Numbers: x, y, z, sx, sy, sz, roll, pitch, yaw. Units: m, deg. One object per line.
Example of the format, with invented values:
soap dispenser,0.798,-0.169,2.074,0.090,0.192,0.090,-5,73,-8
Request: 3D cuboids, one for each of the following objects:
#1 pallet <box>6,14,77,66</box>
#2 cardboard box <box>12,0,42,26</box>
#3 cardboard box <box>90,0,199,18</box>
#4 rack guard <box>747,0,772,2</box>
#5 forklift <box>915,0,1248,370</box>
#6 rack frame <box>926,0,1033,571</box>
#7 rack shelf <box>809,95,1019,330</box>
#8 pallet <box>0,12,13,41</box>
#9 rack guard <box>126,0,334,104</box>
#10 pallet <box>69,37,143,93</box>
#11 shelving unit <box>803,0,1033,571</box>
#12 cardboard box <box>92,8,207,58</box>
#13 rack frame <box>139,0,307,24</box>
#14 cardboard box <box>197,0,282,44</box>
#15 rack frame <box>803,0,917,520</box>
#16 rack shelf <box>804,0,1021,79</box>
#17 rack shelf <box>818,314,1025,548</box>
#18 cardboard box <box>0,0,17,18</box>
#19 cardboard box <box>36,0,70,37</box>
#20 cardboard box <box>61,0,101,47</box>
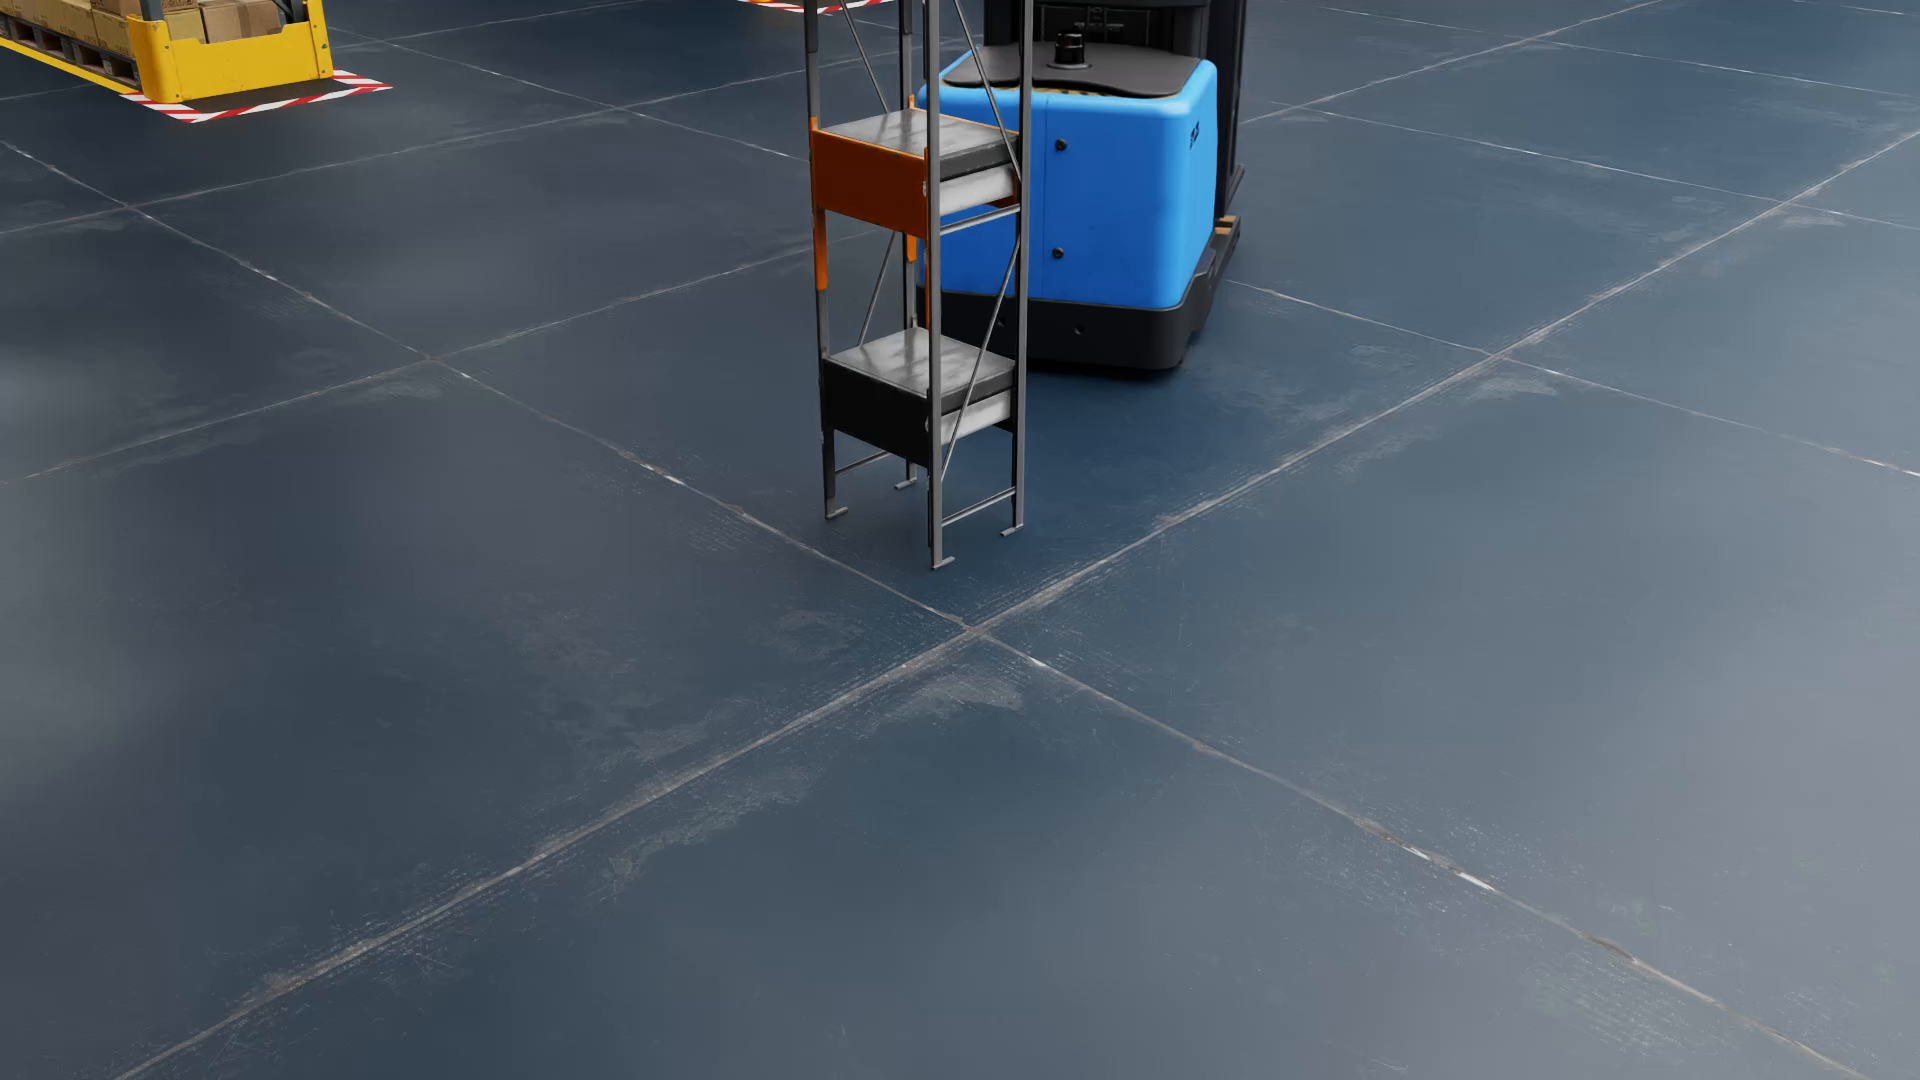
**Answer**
pallet,-6.179,-3.722,12.101,1.213,0.211,1.003,25,36,38
cardboard box,-6.406,-3.853,11.859,0.500,0.250,0.500,25,36,38
cardboard box,-5.330,-3.699,10.759,0.500,0.500,0.500,25,36,38
rack guard,-1.351,-4.868,13.970,0.348,0.500,1.175,25,36,38
forklift,0.703,-2.613,7.071,1.130,2.935,3.031,7,29,13
rack frame,0.056,-0.904,4.713,0.015,2.100,0.400,25,36,38
rack shelf,-0.118,-0.971,4.870,0.480,0.518,0.431,25,36,38
pallet,-7.053,-4.120,12.858,1.213,0.211,1.003,25,36,38
rack guard,-4.722,-3.208,10.814,0.348,0.500,1.175,25,36,38
pallet,-5.314,-3.324,11.344,1.213,0.211,1.003,25,36,38
shelving unit,-0.118,-0.983,4.864,0.503,2.100,0.431,25,36,38
cardboard box,-5.328,-3.368,10.935,0.500,0.250,0.500,25,36,38
rack frame,-4.739,-4.322,10.247,0.127,3.000,1.000,25,36,38
cardboard box,-4.965,-3.540,11.262,0.500,0.250,0.500,25,36,38
rack frame,-0.292,-1.063,5.015,0.015,2.100,0.400,25,36,38
rack shelf,-0.118,-1.591,4.545,0.480,0.518,0.431,25,36,38
rack shelf,-0.118,-0.352,5.196,0.480,0.518,0.431,25,36,38
cardboard box,-6.767,-4.015,12.165,0.500,0.250,0.500,25,36,38
cardboard box,-6.051,-3.690,11.547,0.500,0.250,0.500,25,36,38
cardboard box,-5.693,-3.527,11.238,0.500,0.250,0.500,25,36,38
